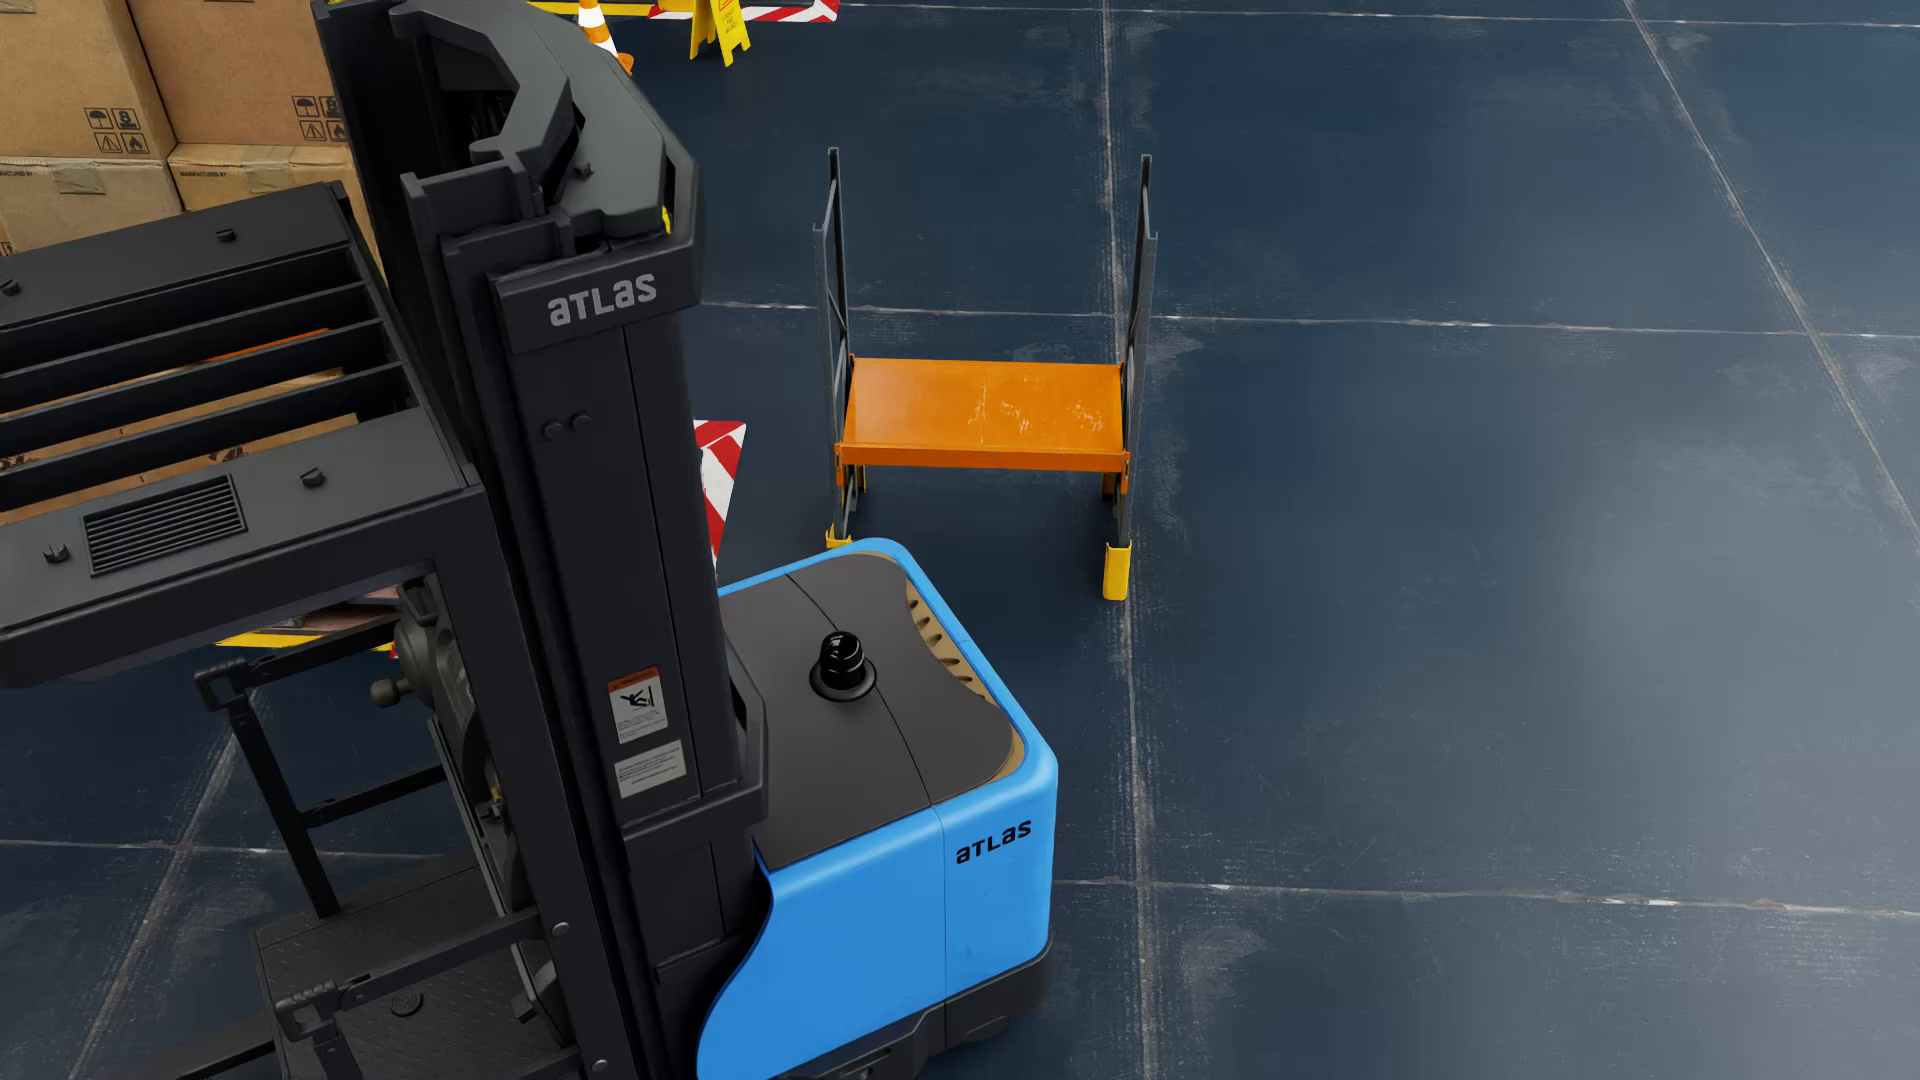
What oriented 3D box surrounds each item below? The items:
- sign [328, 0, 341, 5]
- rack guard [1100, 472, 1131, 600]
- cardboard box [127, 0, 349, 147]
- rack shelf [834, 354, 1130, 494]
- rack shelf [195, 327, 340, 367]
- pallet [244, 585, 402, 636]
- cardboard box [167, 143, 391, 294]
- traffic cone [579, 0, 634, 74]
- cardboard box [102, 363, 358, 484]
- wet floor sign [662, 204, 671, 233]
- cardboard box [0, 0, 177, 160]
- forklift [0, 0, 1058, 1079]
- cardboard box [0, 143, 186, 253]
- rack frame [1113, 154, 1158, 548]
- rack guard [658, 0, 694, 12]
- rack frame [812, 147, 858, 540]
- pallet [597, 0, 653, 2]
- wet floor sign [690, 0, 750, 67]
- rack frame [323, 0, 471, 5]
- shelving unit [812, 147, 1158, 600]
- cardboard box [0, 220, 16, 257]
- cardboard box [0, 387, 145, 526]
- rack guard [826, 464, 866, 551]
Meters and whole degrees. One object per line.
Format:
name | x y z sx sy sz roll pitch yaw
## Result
sign | -1.616 -1.271 4.390 0.005 0.325 0.100 2 43 2
rack guard | 0.574 -0.074 6.146 0.087 0.250 0.587 2 43 2
cardboard box | -1.947 -1.617 4.883 0.550 0.550 0.875 2 43 2
rack shelf | 0.085 -0.415 5.859 1.000 0.185 0.538 2 43 2
rack shelf | -3.576 -0.928 5.573 4.000 0.370 1.077 2 43 2
pallet | -2.380 -0.080 6.181 1.213 0.211 1.003 2 43 2
cardboard box | -1.950 -1.165 5.190 0.550 0.550 0.875 2 43 2
traffic cone | -1.943 -2.710 8.819 0.334 0.463 0.336 2 43 2
cardboard box | -2.258 -0.481 5.817 0.875 0.875 0.875 2 43 2
wet floor sign | -1.459 -1.615 7.511 0.232 0.644 0.267 -5 43 -5
cardboard box | -2.500 -1.571 4.834 0.550 0.550 0.875 2 43 2
forklift | -1.290 0.437 3.631 3.031 2.935 1.130 -19 46 -20
cardboard box | -2.501 -1.167 5.192 0.550 0.550 0.875 2 43 2
rack frame | 0.593 -0.531 5.719 0.032 1.500 0.500 2 43 2
rack guard | -1.531 -3.591 9.738 0.348 0.500 1.175 2 43 2
rack frame | -0.423 -0.562 5.753 0.032 1.500 0.500 2 43 2
pallet | -2.341 -3.534 9.889 1.213 0.211 1.003 2 43 2
wet floor sign | -1.314 -2.907 8.897 0.232 0.644 0.267 16 45 16
rack frame | -1.578 -1.129 5.262 0.127 3.000 1.000 2 43 2
shelving unit | 0.076 -0.546 5.736 1.083 1.500 0.587 2 43 2
cardboard box | -3.055 -1.269 5.302 0.550 0.550 0.875 2 43 2
cardboard box | -3.137 -0.507 5.844 0.875 0.875 0.875 1 43 1
rack guard | -0.421 -0.104 6.179 0.087 0.250 0.587 2 43 2
